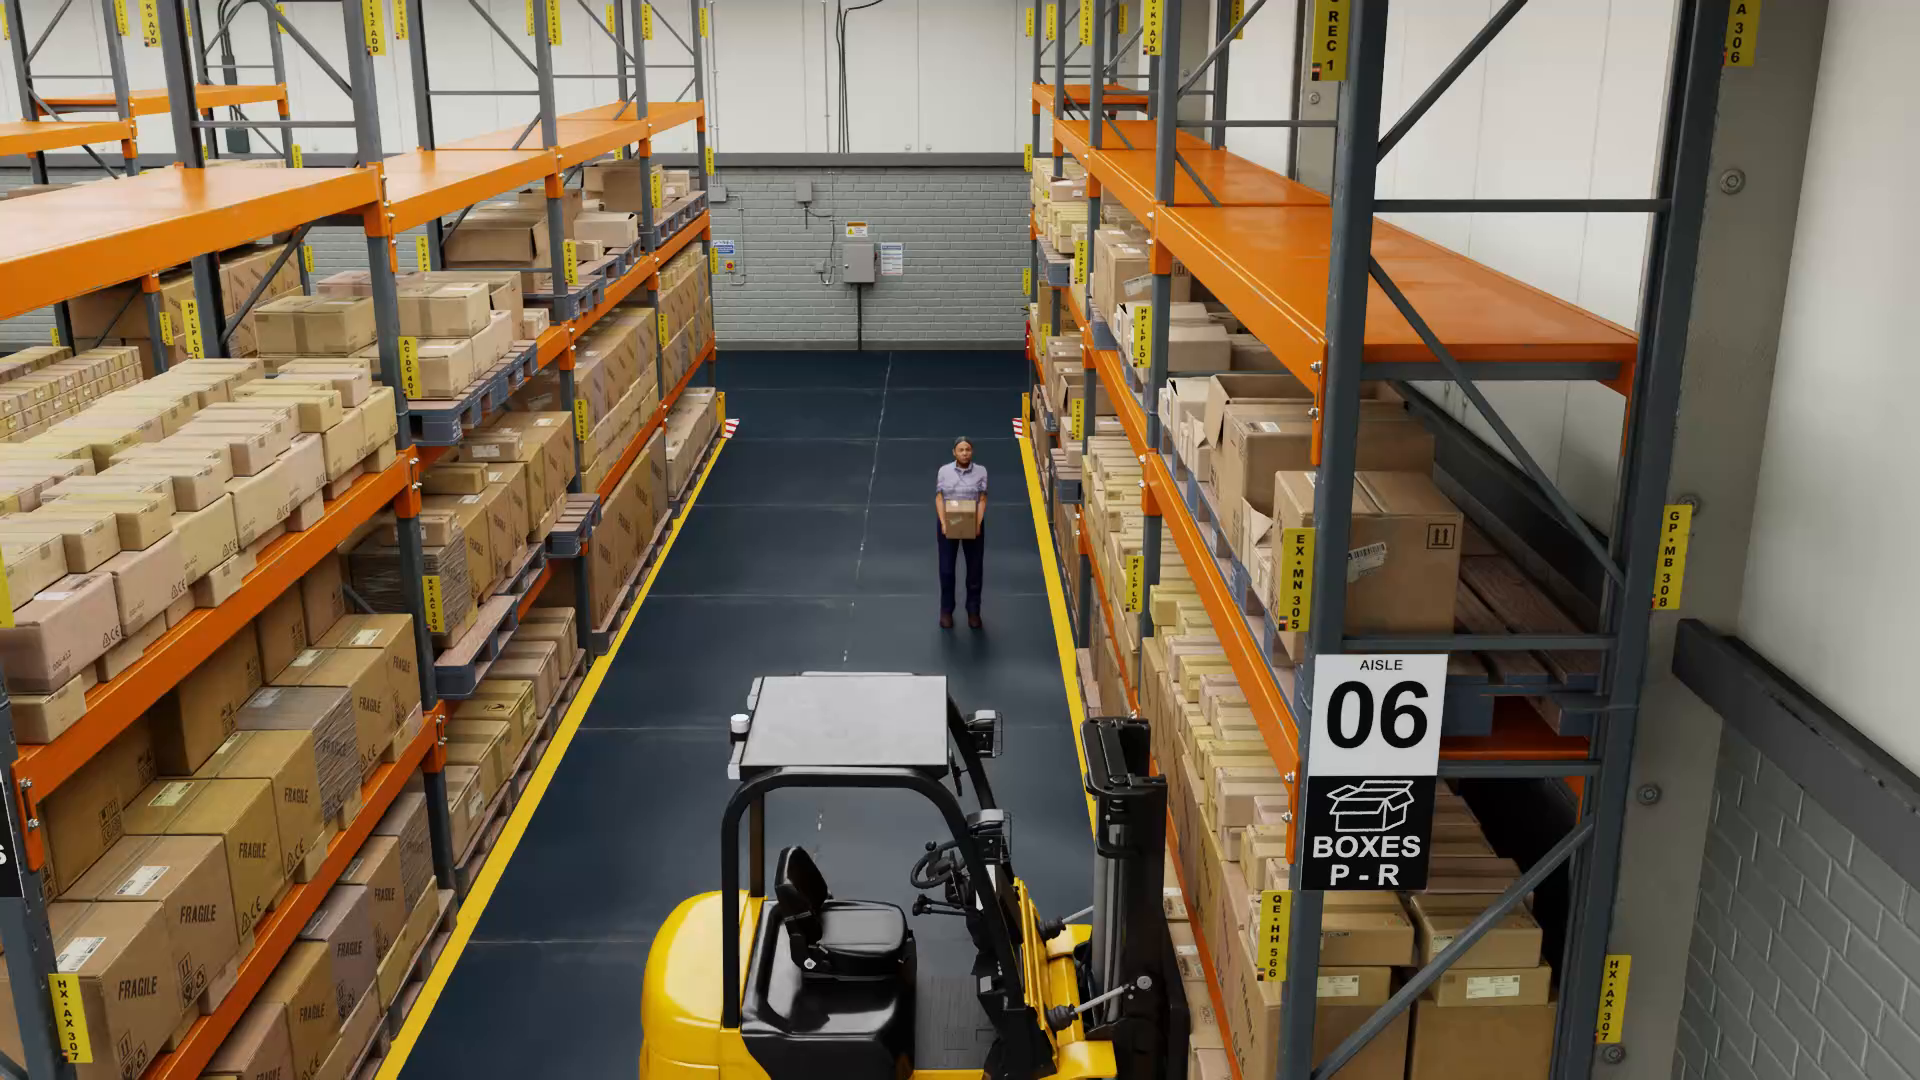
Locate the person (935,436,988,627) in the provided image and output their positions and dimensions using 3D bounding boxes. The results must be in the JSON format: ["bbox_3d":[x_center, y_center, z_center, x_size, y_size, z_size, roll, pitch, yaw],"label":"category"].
[{"bbox_3d":[0.014,-0.061,14.288,0.452,1.636,0.524,0,17,0],"label":"person"}]
